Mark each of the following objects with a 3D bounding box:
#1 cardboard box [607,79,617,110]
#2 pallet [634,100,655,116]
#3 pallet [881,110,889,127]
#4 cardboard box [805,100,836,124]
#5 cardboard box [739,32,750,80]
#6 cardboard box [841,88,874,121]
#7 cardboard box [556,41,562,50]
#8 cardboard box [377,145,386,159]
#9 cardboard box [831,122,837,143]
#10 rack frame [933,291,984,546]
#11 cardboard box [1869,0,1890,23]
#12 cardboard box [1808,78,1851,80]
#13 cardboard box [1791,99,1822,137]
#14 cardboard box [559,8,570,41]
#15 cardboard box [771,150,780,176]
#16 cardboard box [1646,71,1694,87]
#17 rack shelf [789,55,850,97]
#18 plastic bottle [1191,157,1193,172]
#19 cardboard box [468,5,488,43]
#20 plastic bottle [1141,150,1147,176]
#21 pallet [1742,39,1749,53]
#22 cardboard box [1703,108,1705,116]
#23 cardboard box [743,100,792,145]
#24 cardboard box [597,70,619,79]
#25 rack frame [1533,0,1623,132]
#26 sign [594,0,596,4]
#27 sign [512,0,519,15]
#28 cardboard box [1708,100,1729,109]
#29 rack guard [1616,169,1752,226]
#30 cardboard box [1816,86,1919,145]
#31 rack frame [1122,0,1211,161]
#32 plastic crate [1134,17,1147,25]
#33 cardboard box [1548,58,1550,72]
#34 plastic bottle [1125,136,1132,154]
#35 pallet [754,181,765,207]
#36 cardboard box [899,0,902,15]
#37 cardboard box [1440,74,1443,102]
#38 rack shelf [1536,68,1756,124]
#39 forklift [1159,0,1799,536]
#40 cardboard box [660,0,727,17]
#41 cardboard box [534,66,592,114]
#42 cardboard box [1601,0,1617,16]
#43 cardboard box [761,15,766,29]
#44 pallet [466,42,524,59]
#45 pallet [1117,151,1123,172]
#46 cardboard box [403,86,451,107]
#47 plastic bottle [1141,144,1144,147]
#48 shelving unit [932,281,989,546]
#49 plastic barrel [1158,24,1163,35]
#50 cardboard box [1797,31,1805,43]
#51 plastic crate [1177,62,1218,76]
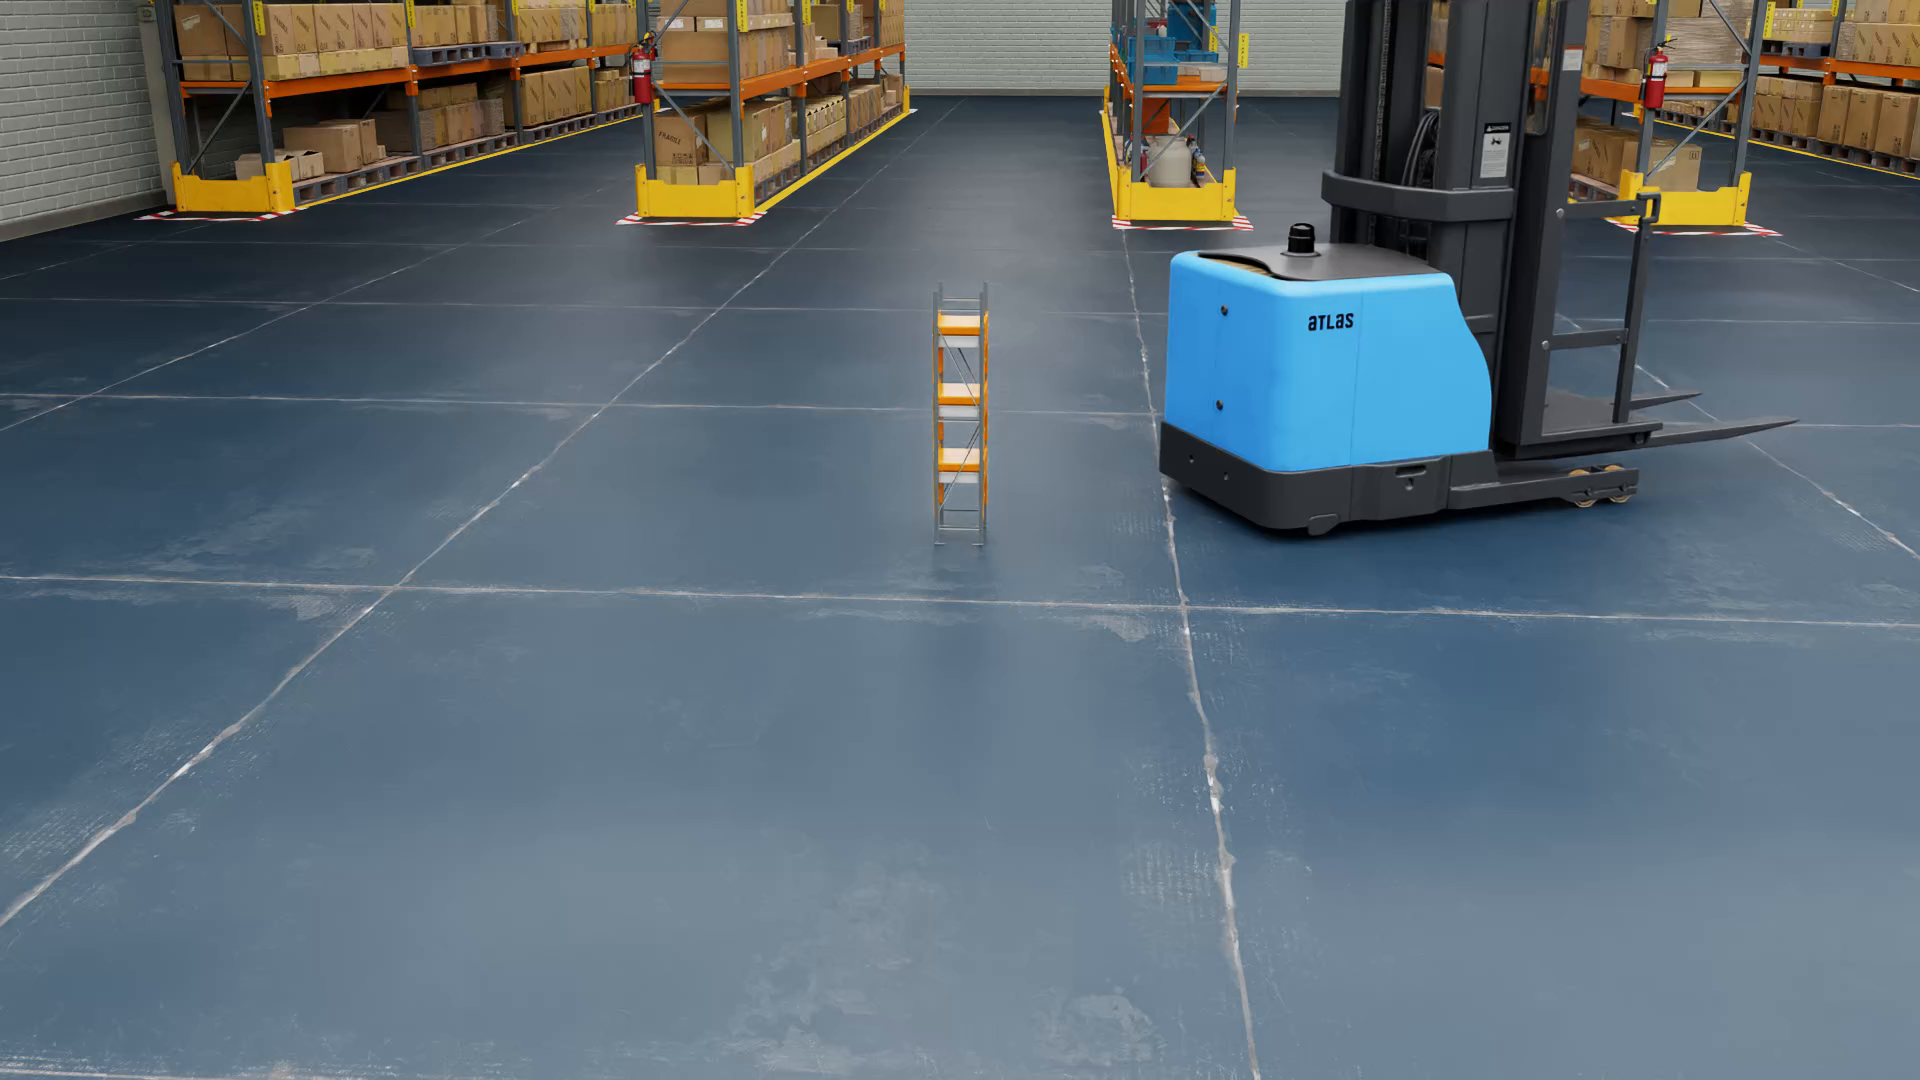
[{"bbox_3d":[-6.603,-8.020,29.923,0.700,0.500,0.500,1,18,3],"label":"cardboard box"},{"bbox_3d":[-6.490,-8.290,31.884,1.003,0.211,1.213,1,18,4],"label":"pallet"},{"bbox_3d":[-1.806,-7.401,29.173,1.003,0.211,1.213,1,18,4],"label":"pallet"},{"bbox_3d":[-2.005,-5.944,23.087,0.500,0.311,0.500,1,18,4],"label":"cardboard box"},{"bbox_3d":[-2.638,-5.142,17.637,0.700,0.500,0.500,2,18,5],"label":"cardboard box"},{"bbox_3d":[-1.686,-7.066,26.978,0.500,0.500,0.500,2,18,5],"label":"cardboard box"},{"bbox_3d":[-6.674,-8.008,26.916,0.380,0.149,0.250,1,18,2],"label":"cardboard box"},{"bbox_3d":[-7.380,-4.834,20.702,0.380,0.166,0.250,-1,18,-3],"label":"cardboard box"},{"bbox_3d":[-2.010,-5.679,23.178,0.500,0.250,0.500,2,18,5],"label":"cardboard box"},{"bbox_3d":[-0.005,-0.478,6.695,0.200,1.050,0.008,1,18,4],"label":"rack frame"},{"bbox_3d":[12.600,-7.133,22.108,0.700,0.500,0.500,1,18,3],"label":"cardboard box"},{"bbox_3d":[13.053,-6.794,24.977,0.500,0.250,0.500,1,18,4],"label":"cardboard box"},{"bbox_3d":[12.464,-6.129,24.149,0.500,0.500,0.500,1,18,4],"label":"cardboard box"},{"bbox_3d":[-6.651,-8.358,26.942,0.500,0.500,0.500,1,18,4],"label":"cardboard box"},{"bbox_3d":[-2.347,-4.307,18.991,0.500,0.250,0.500,1,18,4],"label":"cardboard box"},{"bbox_3d":[6.978,-4.538,16.358,0.380,0.149,0.250,1,18,4],"label":"cardboard box"},{"bbox_3d":[-2.287,-6.308,22.512,1.077,0.370,4.000,1,18,4],"label":"rack shelf"},{"bbox_3d":[2.718,-4.342,19.145,0.097,0.201,0.097,0,18,0],"label":"plastic bottle"},{"bbox_3d":[-7.121,-7.317,23.568,0.700,0.500,0.500,0,18,-1],"label":"cardboard box"},{"bbox_3d":[2.070,-4.249,18.728,0.061,0.283,0.133,1,18,4],"label":"plastic bottle"},{"bbox_3d":[12.764,-7.824,26.291,1.003,0.211,1.213,1,18,4],"label":"pallet"},{"bbox_3d":[12.754,-7.202,27.989,0.380,0.149,0.250,2,18,5],"label":"cardboard box"},{"bbox_3d":[-2.293,-4.974,19.823,0.500,0.500,0.500,1,18,4],"label":"cardboard box"},{"bbox_3d":[-6.398,-8.437,30.153,0.380,0.149,0.250,1,18,2],"label":"cardboard box"},{"bbox_3d":[7.450,-5.806,19.826,1.000,3.000,0.127,1,18,4],"label":"rack frame"},{"bbox_3d":[-7.064,-10.328,32.109,0.100,0.325,0.005,1,18,4],"label":"sign"},{"bbox_3d":[-6.543,-7.884,24.434,0.100,0.325,0.005,1,18,4],"label":"sign"},{"bbox_3d":[12.669,-7.240,27.628,0.380,0.149,0.250,2,18,5],"label":"cardboard box"},{"bbox_3d":[7.169,-3.400,16.496,1.175,0.500,0.348,1,18,4],"label":"rack guard"},{"bbox_3d":[12.544,-5.850,22.898,1.050,0.750,0.750,1,18,3],"label":"cardboard box"},{"bbox_3d":[2.510,-5.917,20.164,1.000,3.000,0.127,1,18,4],"label":"rack frame"},{"bbox_3d":[3.533,-9.581,31.193,0.616,0.435,0.499,1,18,4],"label":"plastic crate"},{"bbox_3d":[7.104,-5.550,19.446,0.380,0.149,0.250,1,18,4],"label":"cardboard box"},{"bbox_3d":[2.038,-4.626,19.771,0.144,0.351,0.185,2,18,5],"label":"plastic bottle"},{"bbox_3d":[-2.704,-3.700,17.875,1.003,0.211,1.213,1,18,4],"label":"pallet"},{"bbox_3d":[-1.363,-9.977,30.788,0.500,0.500,0.500,2,18,5],"label":"cardboard box"},{"bbox_3d":[7.807,-6.453,24.536,1.225,0.875,0.875,0,18,1],"label":"cardboard box"},{"bbox_3d":[7.307,-4.843,18.043,1.077,0.370,4.000,1,18,4],"label":"rack shelf"},{"bbox_3d":[2.489,-1.681,7.347,3.031,2.935,1.130,-7,19,-20],"label":"forklift"},{"bbox_3d":[-2.667,-5.612,16.988,0.700,0.500,0.500,1,18,4],"label":"cardboard box"},{"bbox_3d":[-6.715,-7.596,28.066,0.750,0.750,0.750,1,18,5],"label":"cardboard box"},{"bbox_3d":[7.025,-5.715,17.304,0.500,0.500,0.500,1,18,4],"label":"cardboard box"},{"bbox_3d":[-2.363,-5.737,18.411,0.380,0.149,0.250,1,18,4],"label":"cardboard box"},{"bbox_3d":[-7.029,-7.066,23.977,1.213,0.211,1.003,1,18,4],"label":"pallet"},{"bbox_3d":[2.528,-4.837,21.345,1.003,0.211,1.213,1,18,4],"label":"pallet"},{"bbox_3d":[-7.273,-6.043,22.652,0.500,0.250,0.500,1,18,2],"label":"cardboard box"},{"bbox_3d":[2.149,-4.540,19.638,0.097,0.271,0.097,0,18,0],"label":"plastic bottle"},{"bbox_3d":[0.004,-0.516,6.810,0.215,1.050,0.252,1,18,4],"label":"shelving unit"},{"bbox_3d":[2.936,-6.888,22.948,0.421,0.512,0.421,0,18,0],"label":"plastic barrel"},{"bbox_3d":[12.274,-7.227,23.892,0.380,0.149,0.250,1,18,4],"label":"cardboard box"},{"bbox_3d":[2.646,-5.282,18.648,0.530,0.136,0.437,1,18,4],"label":"plastic crate"}]
